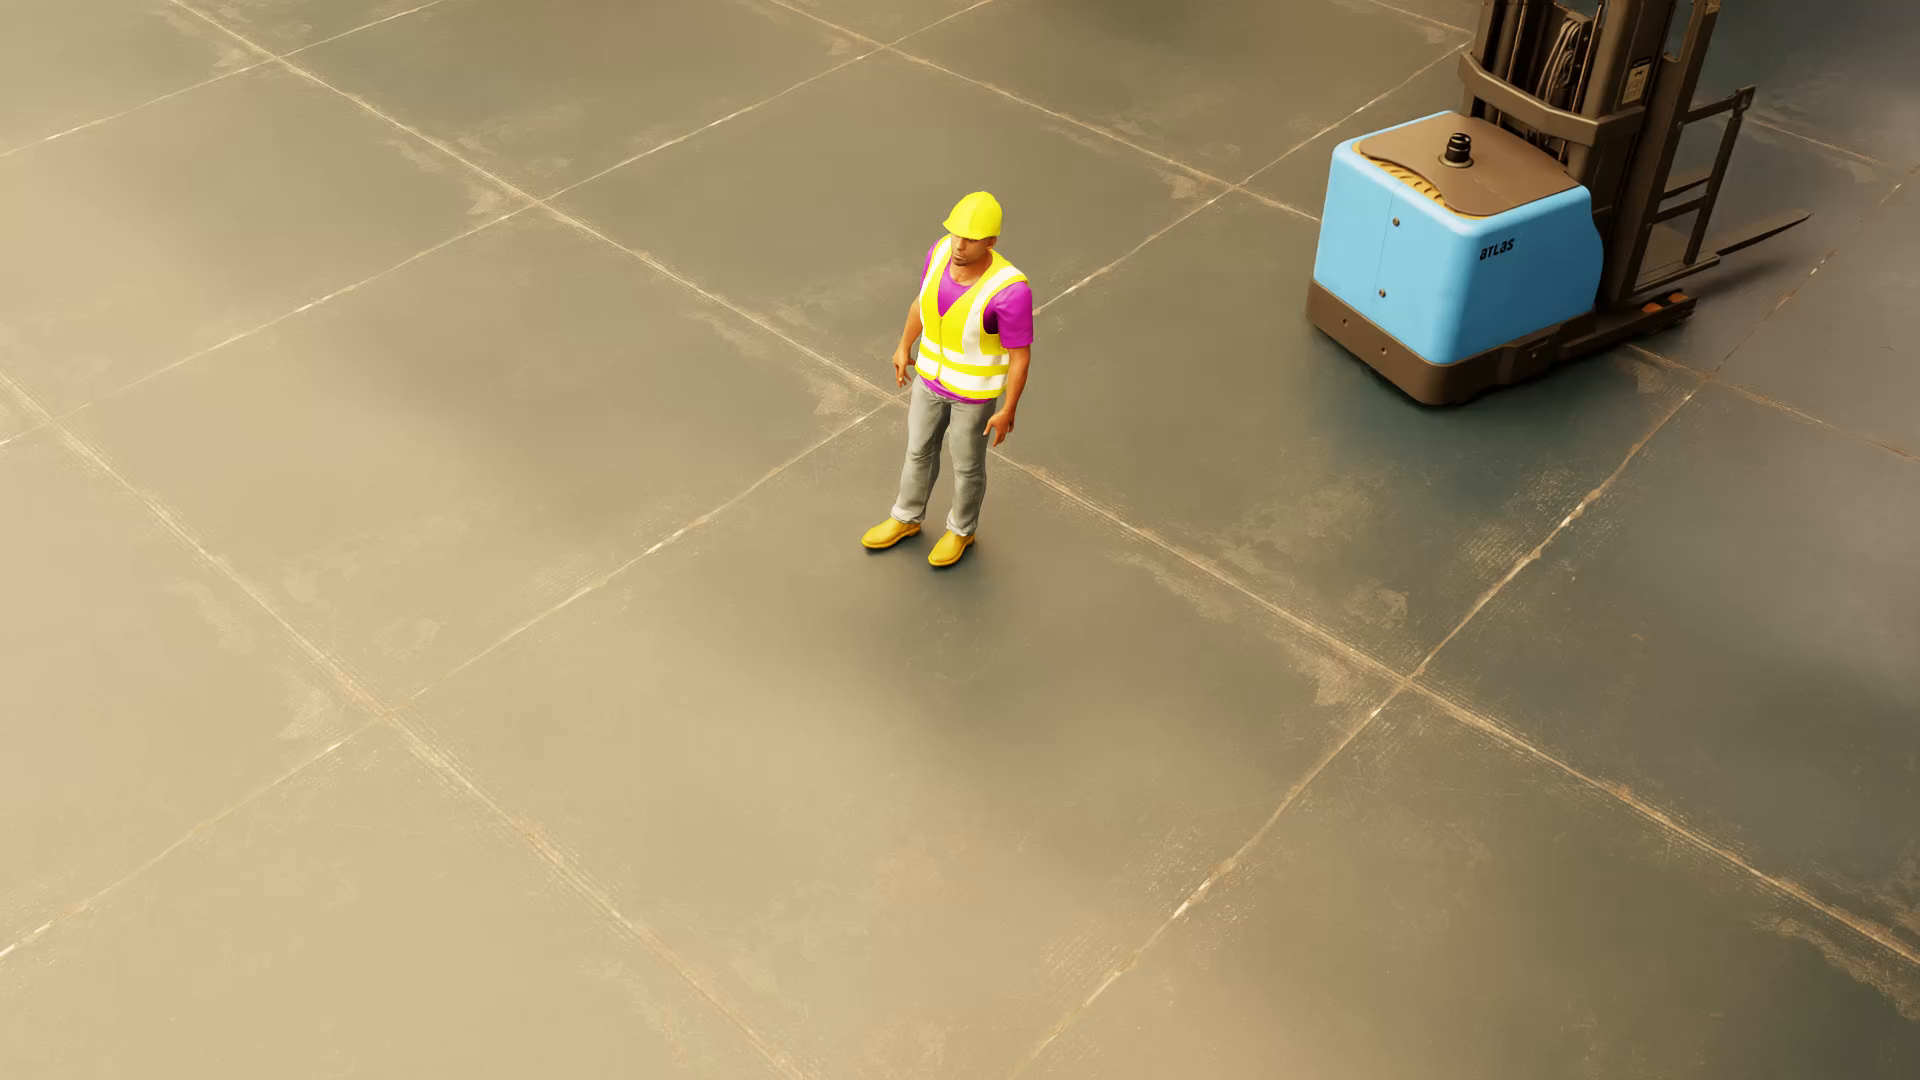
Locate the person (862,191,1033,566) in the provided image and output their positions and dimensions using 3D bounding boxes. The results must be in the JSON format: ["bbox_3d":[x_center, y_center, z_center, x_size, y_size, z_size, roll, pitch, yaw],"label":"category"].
[{"bbox_3d":[-0.052,-0.645,7.063,0.665,1.768,0.575,31,49,31],"label":"person"}]

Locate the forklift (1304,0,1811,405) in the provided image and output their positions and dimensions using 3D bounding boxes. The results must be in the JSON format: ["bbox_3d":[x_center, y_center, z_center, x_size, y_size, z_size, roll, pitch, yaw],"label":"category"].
[{"bbox_3d":[3.395,-2.500,8.342,3.031,2.935,1.130,-21,45,-22],"label":"forklift"}]
